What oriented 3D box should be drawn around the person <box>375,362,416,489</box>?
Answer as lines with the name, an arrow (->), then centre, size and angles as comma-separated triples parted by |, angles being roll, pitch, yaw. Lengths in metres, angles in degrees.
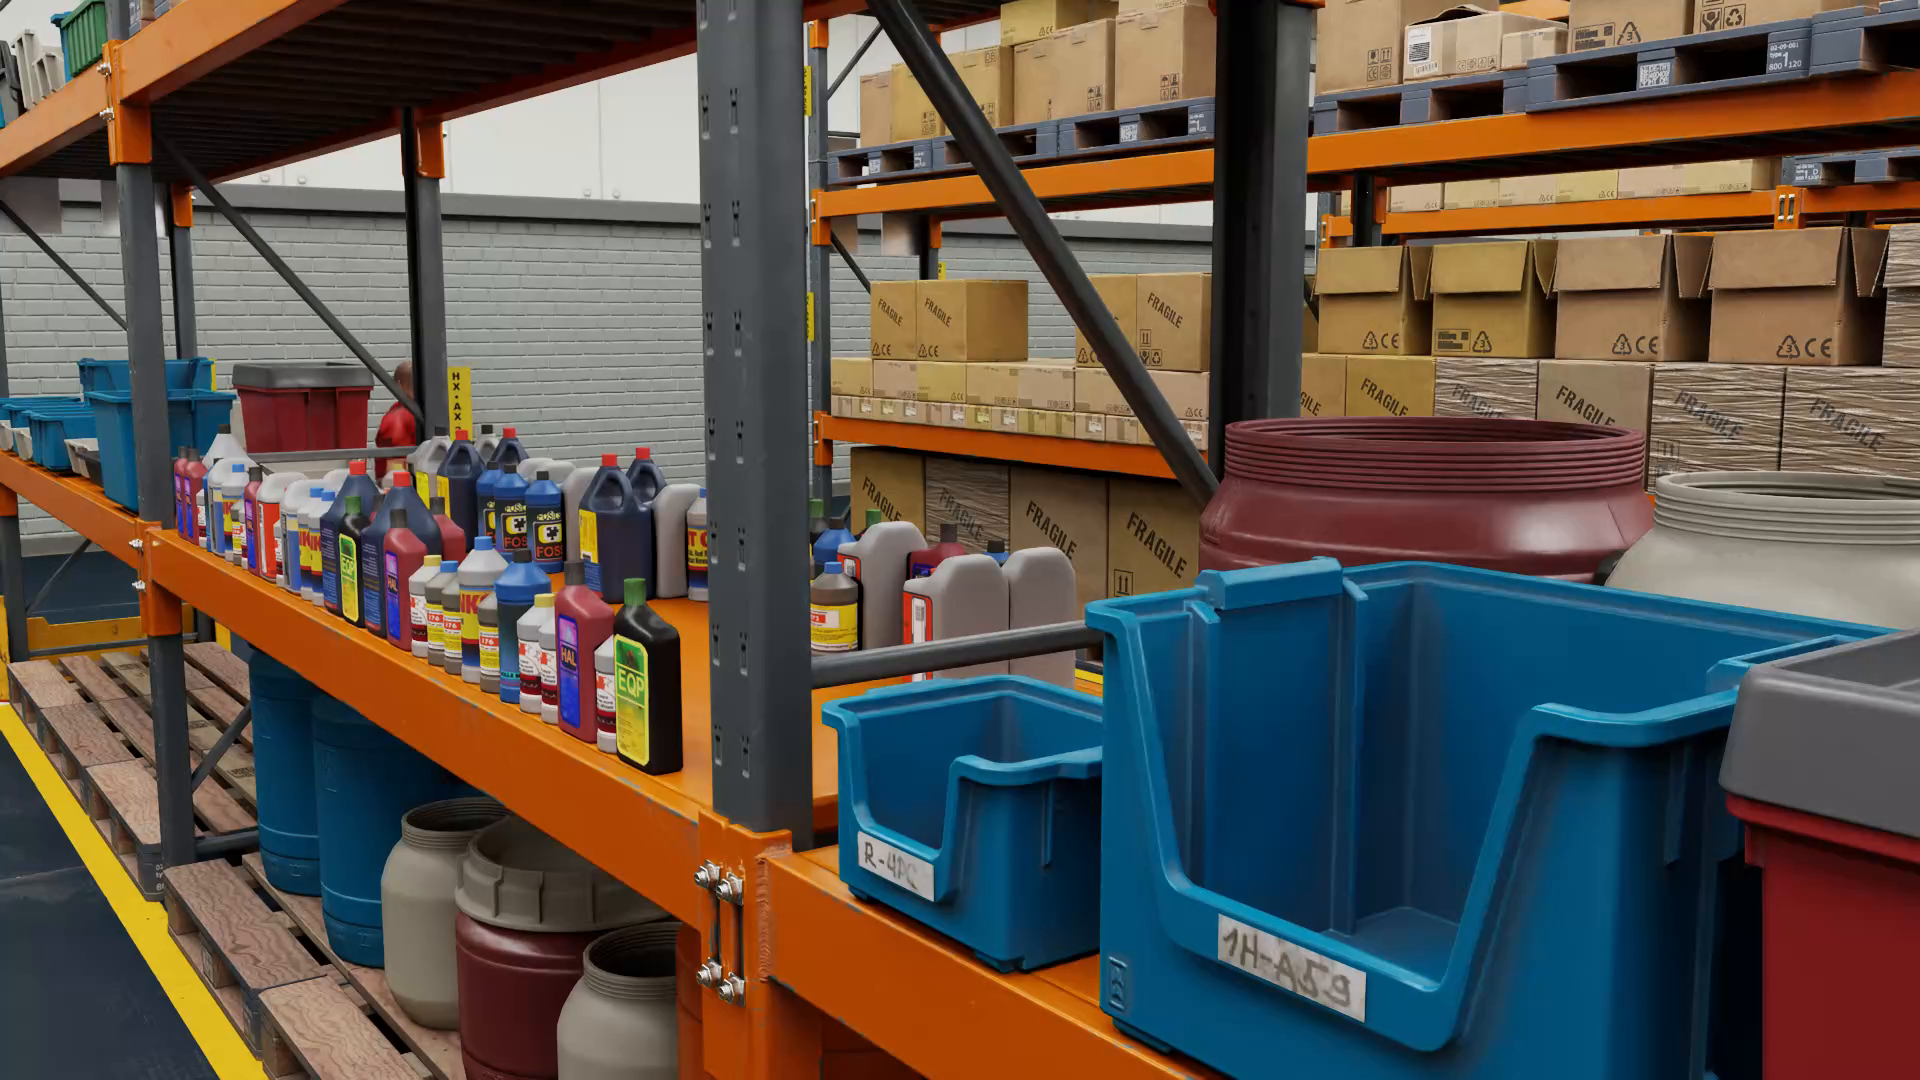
person -> -3.227, -0.211, 9.873 | 0.913, 1.686, 0.547 | 4, 9, 28
